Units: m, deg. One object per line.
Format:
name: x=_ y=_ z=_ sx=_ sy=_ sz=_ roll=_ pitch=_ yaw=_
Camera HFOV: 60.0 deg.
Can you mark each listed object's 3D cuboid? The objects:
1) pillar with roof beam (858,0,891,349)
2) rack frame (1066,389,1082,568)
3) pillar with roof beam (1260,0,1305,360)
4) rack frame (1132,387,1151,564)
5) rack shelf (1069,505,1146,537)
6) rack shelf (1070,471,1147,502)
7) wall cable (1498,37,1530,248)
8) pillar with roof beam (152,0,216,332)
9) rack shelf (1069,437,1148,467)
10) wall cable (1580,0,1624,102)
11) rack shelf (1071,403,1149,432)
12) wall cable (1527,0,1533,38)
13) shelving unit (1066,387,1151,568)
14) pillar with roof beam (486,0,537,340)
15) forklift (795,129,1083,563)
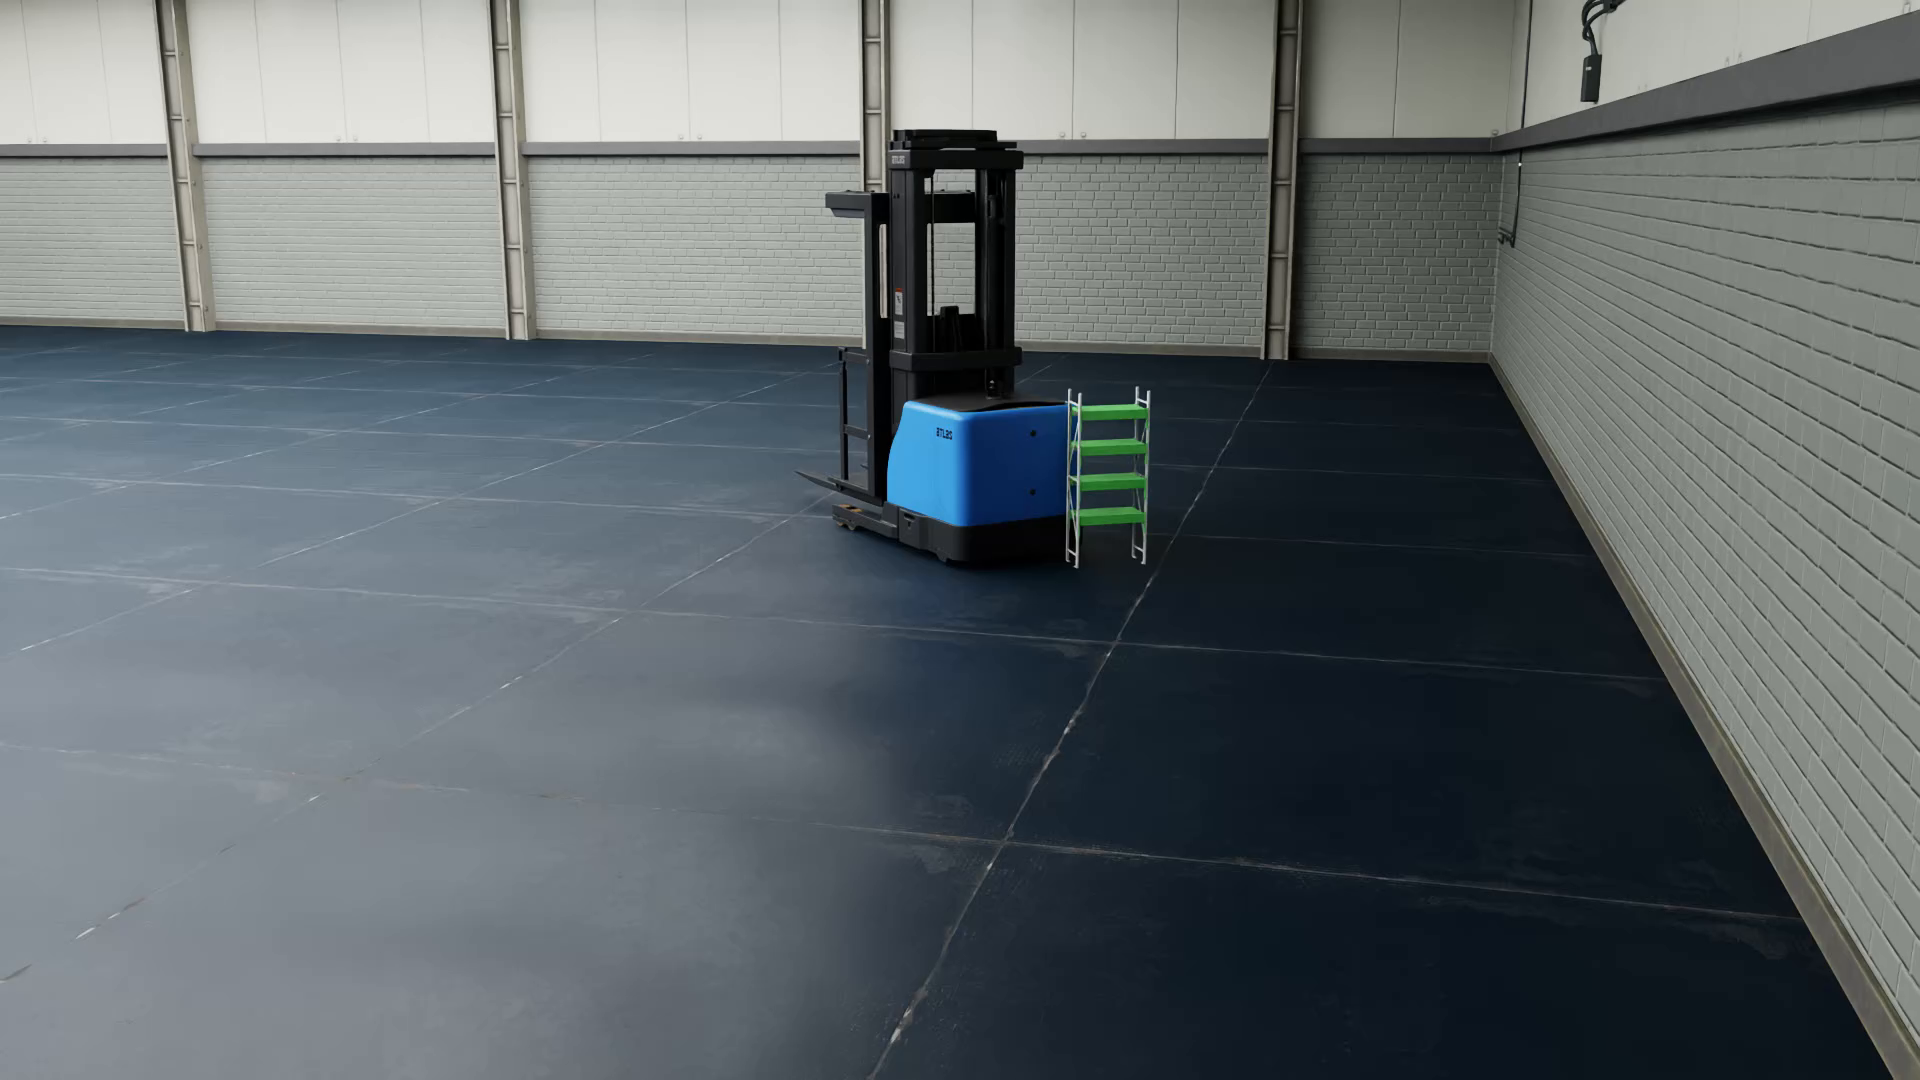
pillar with roof beam: x=-2.294 y=-6.430 z=20.438 sx=0.400 sy=9.000 sz=9.100 roll=3 pitch=13 yaw=14
rack frame: x=0.774 y=-0.417 z=11.338 sx=0.015 sy=1.200 sz=0.240 roll=-3 pitch=13 yaw=-14
pillar with roof beam: x=3.531 y=-6.118 z=19.035 sx=0.400 sy=9.000 sz=9.100 roll=3 pitch=13 yaw=14
rack frame: x=1.247 y=-0.444 z=11.458 sx=0.015 sy=1.200 sz=0.240 roll=-3 pitch=13 yaw=-14
rack shelf: x=1.010 y=-0.134 z=11.466 sx=0.480 sy=0.148 sz=0.258 roll=-3 pitch=13 yaw=-14
rack shelf: x=1.010 y=-0.368 z=11.412 sx=0.480 sy=0.148 sz=0.258 roll=-3 pitch=13 yaw=-14
wall cable: x=7.106 y=-5.077 z=21.509 sx=0.112 sy=2.526 sz=3.097 roll=3 pitch=13 yaw=14
pillar with roof beam: x=-13.944 y=-7.052 z=23.245 sx=0.400 sy=9.000 sz=9.100 roll=3 pitch=13 yaw=14
rack shelf: x=1.011 y=-0.602 z=11.358 sx=0.480 sy=0.148 sz=0.258 roll=-3 pitch=13 yaw=-14
wall cable: x=4.816 y=-6.257 z=11.810 sx=0.169 sy=6.003 sz=2.305 roll=3 pitch=13 yaw=14
rack shelf: x=1.011 y=-0.836 z=11.305 sx=0.480 sy=0.148 sz=0.258 roll=-3 pitch=13 yaw=-14
wall cable: x=6.458 y=-6.973 z=18.398 sx=0.112 sy=2.526 sz=3.097 roll=3 pitch=13 yaw=14
shelving unit: x=1.011 y=-0.430 z=11.398 sx=0.503 sy=1.200 sz=0.258 roll=-3 pitch=13 yaw=-14
pillar with roof beam: x=-8.119 y=-6.741 z=21.842 sx=0.400 sy=9.000 sz=9.100 roll=3 pitch=13 yaw=14
forklift: x=-0.317 y=-1.547 z=12.441 sx=1.130 sy=2.935 sz=3.031 roll=-7 pitch=14 yaw=-30
